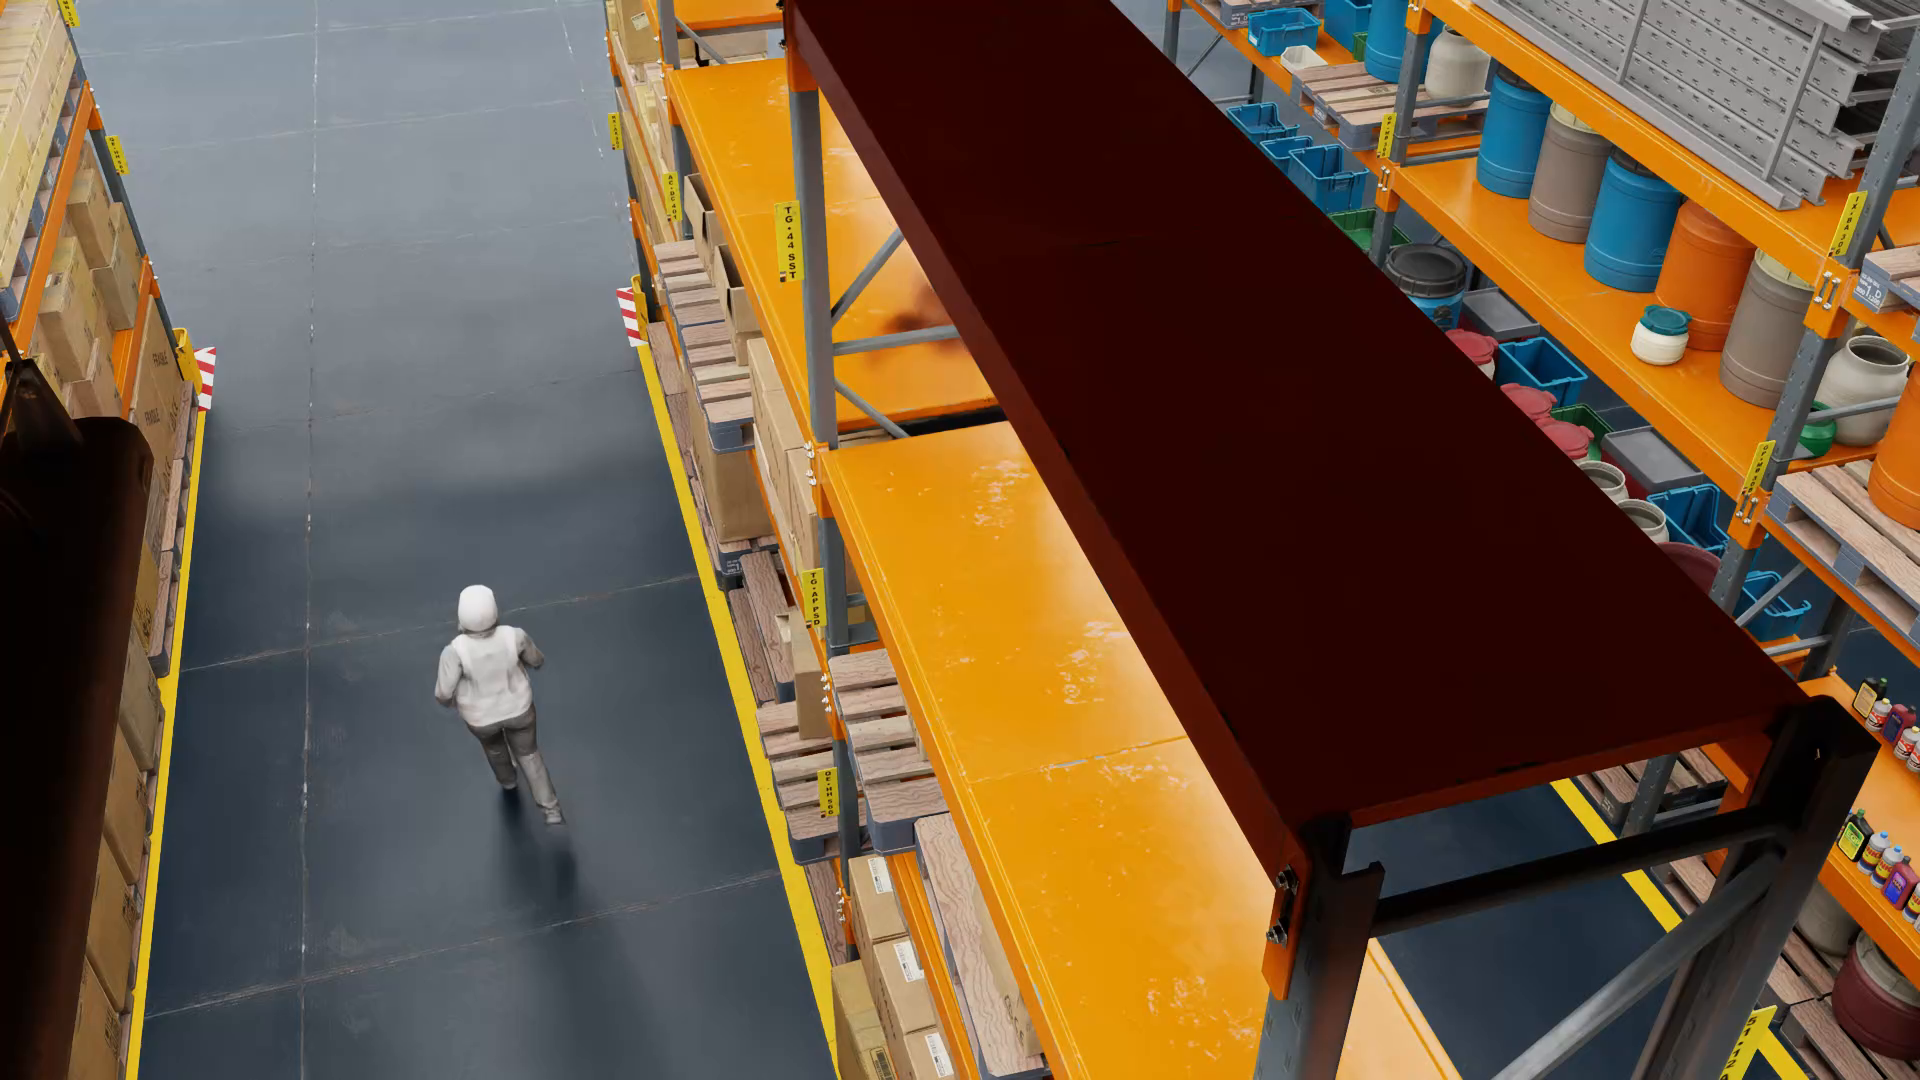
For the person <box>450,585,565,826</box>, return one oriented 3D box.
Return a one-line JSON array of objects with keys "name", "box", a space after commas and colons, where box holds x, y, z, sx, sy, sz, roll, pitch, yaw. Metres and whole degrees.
[{"name": "person", "box": [-2.831, 1.053, 10.080, 0.550, 1.779, 0.949, -15, 41, -18]}]
